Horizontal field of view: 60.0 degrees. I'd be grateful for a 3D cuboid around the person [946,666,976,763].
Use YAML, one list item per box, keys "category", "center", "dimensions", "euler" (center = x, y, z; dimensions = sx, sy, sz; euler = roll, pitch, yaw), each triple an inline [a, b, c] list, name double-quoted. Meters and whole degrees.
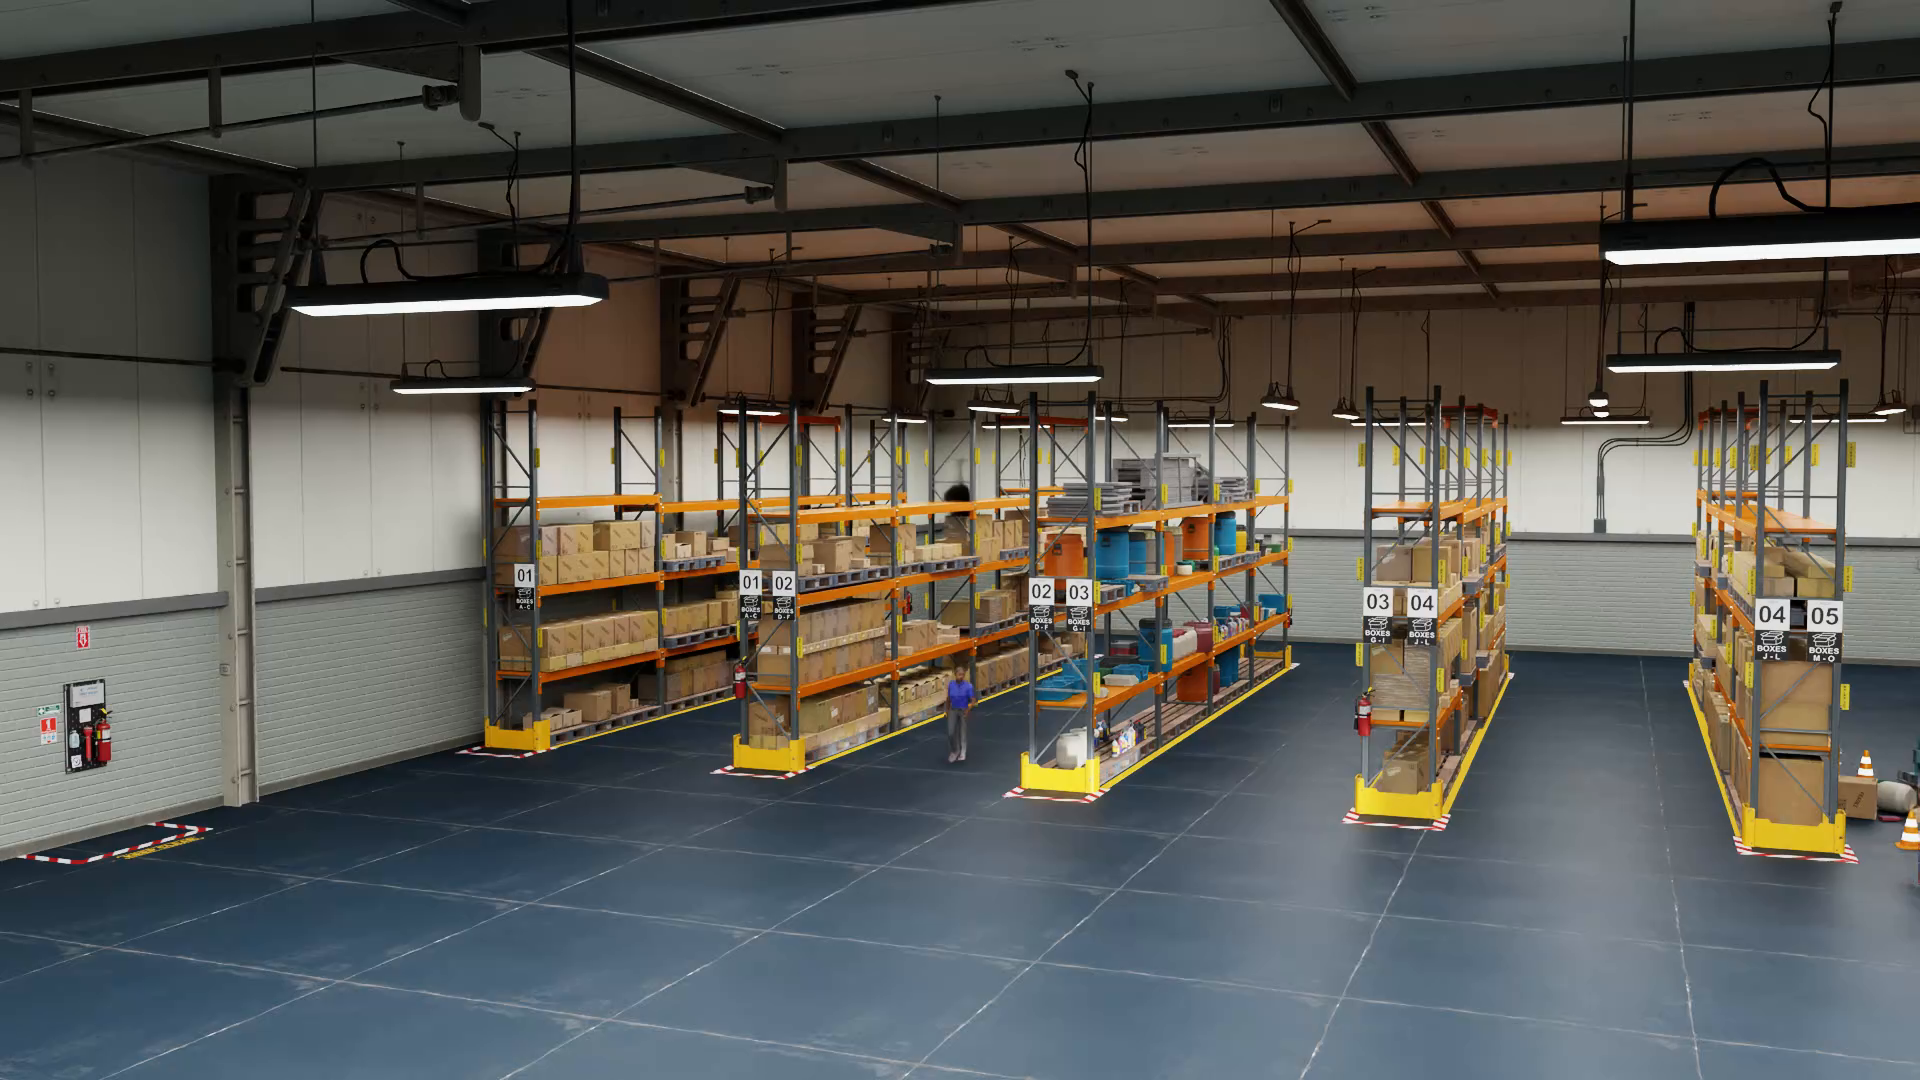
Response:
- category: "person"
  center: [0.001, 2.854, 27.128]
  dimensions: [0.558, 1.583, 0.798]
  euler: [0, 3, 8]
